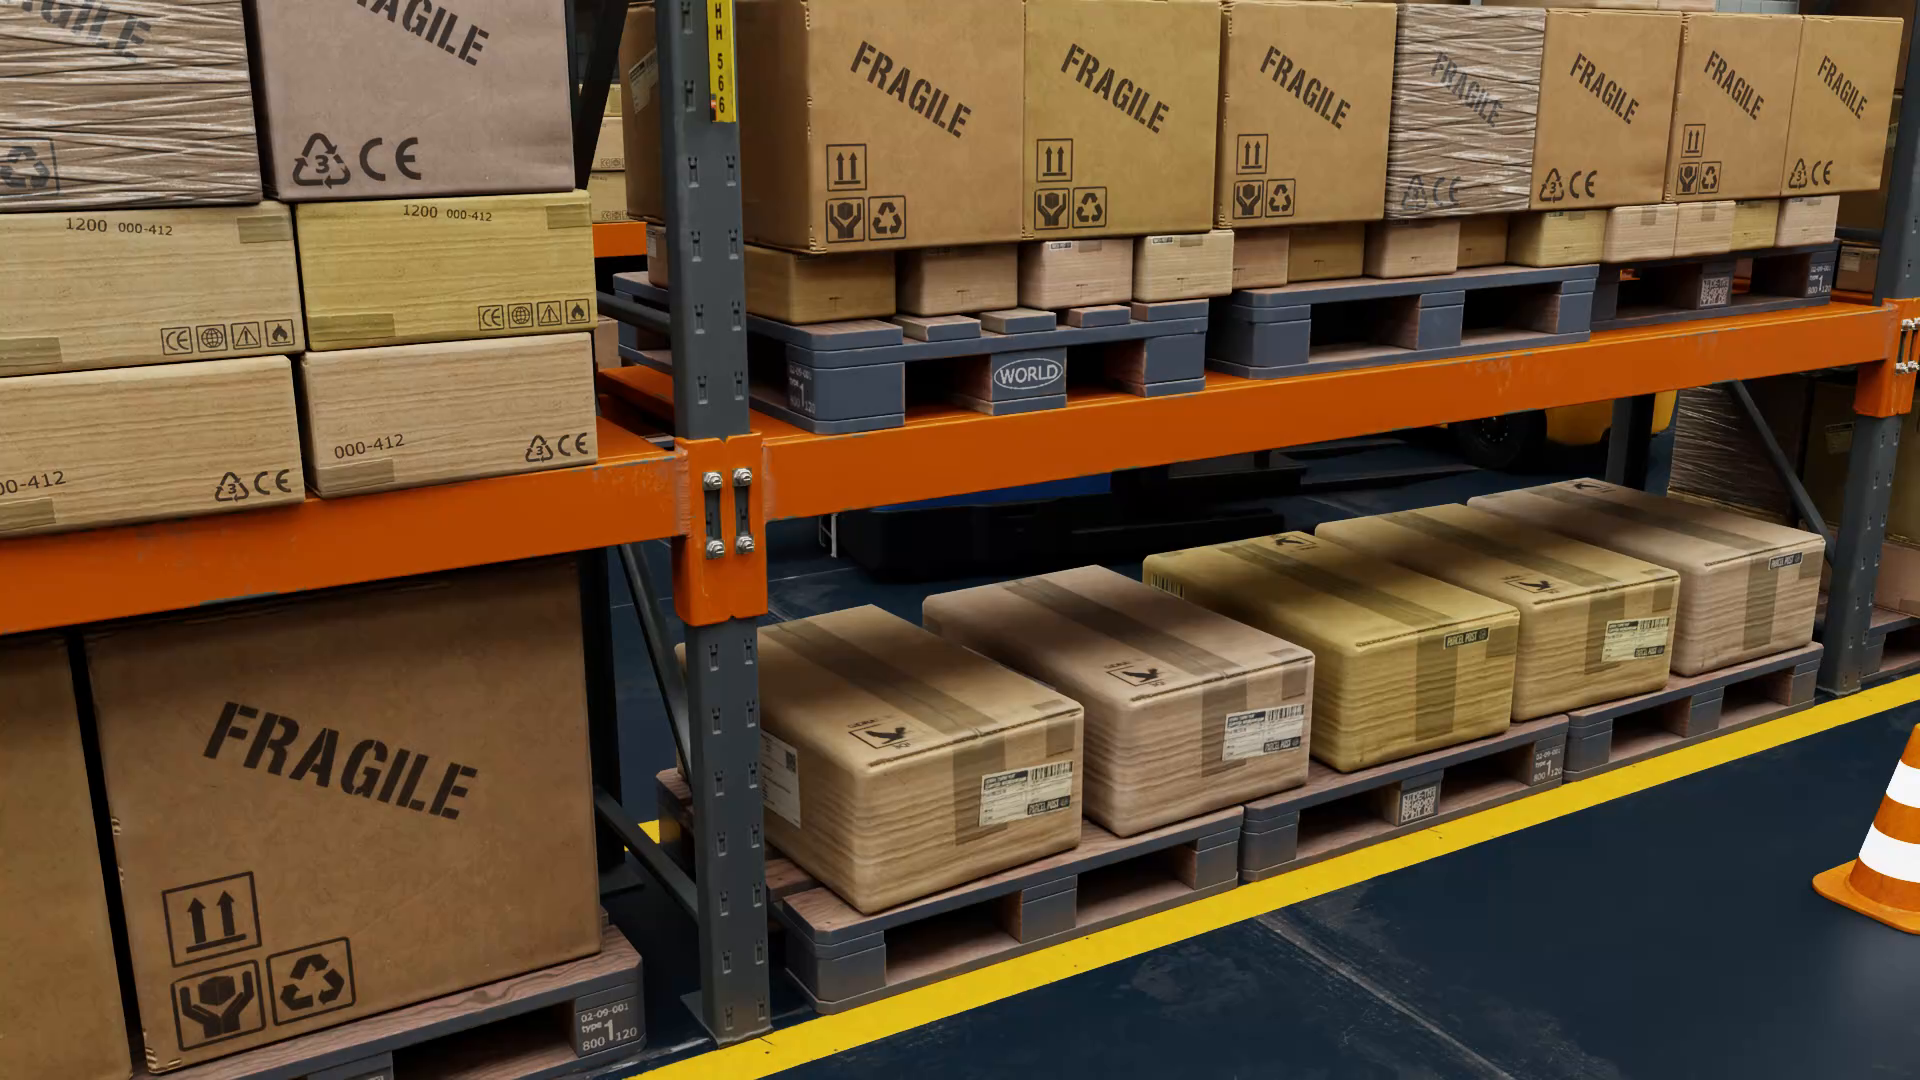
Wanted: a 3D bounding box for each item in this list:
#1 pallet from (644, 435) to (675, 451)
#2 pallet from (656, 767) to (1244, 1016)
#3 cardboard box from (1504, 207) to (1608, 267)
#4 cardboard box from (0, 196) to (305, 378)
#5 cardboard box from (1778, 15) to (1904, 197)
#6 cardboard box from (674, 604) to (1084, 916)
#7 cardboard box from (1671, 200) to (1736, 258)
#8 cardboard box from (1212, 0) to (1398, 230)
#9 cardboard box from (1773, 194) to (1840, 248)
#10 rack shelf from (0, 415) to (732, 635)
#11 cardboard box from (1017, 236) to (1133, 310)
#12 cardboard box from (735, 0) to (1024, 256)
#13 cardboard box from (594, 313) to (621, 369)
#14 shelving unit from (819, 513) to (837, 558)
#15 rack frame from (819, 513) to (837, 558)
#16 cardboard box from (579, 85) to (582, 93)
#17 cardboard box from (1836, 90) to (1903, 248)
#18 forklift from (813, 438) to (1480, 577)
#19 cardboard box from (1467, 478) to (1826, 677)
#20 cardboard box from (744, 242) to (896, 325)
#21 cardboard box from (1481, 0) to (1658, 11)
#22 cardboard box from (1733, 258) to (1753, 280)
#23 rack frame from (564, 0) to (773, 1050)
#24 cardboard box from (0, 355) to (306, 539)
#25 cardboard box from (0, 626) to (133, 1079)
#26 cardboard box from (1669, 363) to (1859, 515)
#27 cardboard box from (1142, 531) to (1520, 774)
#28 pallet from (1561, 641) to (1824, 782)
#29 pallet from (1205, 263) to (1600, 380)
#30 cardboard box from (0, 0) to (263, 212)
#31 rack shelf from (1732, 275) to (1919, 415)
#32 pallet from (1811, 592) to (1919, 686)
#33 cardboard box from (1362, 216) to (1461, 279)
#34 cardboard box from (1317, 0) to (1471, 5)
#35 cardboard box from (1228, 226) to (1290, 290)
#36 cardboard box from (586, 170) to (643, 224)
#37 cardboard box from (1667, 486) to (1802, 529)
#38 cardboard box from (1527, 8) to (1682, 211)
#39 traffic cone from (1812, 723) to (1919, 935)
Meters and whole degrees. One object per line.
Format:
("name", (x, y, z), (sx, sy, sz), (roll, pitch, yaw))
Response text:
("pallet", (-1.505, -0.562, 9.025), (1.213, 0.211, 1.003), (-9, 18, -30))
("pallet", (-0.045, 0.751, 4.339), (1.213, 0.211, 1.003), (-9, 18, -30))
("cardboard box", (1.532, -0.847, 4.560), (0.250, 0.149, 0.380), (-9, 18, -30))
("cardboard box", (-1.438, -0.453, 2.822), (0.500, 0.250, 0.500), (-10, 18, -31))
("cardboard box", (2.435, -1.315, 5.031), (0.500, 0.500, 0.500), (-10, 18, -31))
("cardboard box", (-0.226, 0.504, 4.146), (0.625, 0.372, 0.950), (-11, 19, -33))
("cardboard box", (1.976, -0.908, 4.780), (0.250, 0.149, 0.380), (-10, 18, -31))
("cardboard box", (0.684, -1.035, 4.031), (0.500, 0.500, 0.500), (-9, 18, -29))
("cardboard box", (2.414, -0.985, 5.054), (0.250, 0.149, 0.380), (-9, 18, -29))
("rack shelf", (-2.430, 0.141, 2.681), (4.000, 0.370, 1.077), (-9, 18, -30))
("cardboard box", (0.176, -0.625, 3.771), (0.250, 0.149, 0.380), (-11, 19, -33))
("cardboard box", (-0.211, -0.886, 3.498), (0.500, 0.500, 0.500), (-10, 18, -31))
("cardboard box", (-2.178, -0.866, 8.564), (0.625, 0.625, 0.875), (-9, 18, -28))
("shelving unit", (-0.805, -0.509, 7.002), (0.503, 1.200, 0.258), (-5, 17, -18))
("rack frame", (-0.574, -0.530, 7.079), (0.015, 1.200, 0.240), (-5, 17, -18))
("cardboard box", (-1.998, -2.128, 8.056), (0.250, 0.149, 0.380), (-9, 18, -29))
("cardboard box", (3.234, -1.227, 5.494), (0.500, 0.500, 0.500), (-9, 18, -30))
("forklift", (0.894, -1.481, 7.264), (3.031, 2.935, 1.130), (-5, 17, -18))
("cardboard box", (2.265, 0.097, 5.596), (0.625, 0.372, 0.950), (-9, 18, -29))
("cardboard box", (-0.342, -0.567, 3.561), (0.250, 0.149, 0.380), (-10, 19, -33))
("cardboard box", (1.626, -1.486, 4.439), (0.250, 0.149, 0.380), (-10, 19, -32))
("cardboard box", (2.831, -1.033, 6.005), (0.250, 0.149, 0.380), (-9, 18, -30))
("rack frame", (-0.716, -0.483, 3.576), (0.127, 3.000, 1.000), (-9, 18, -30))
("cardboard box", (-1.446, -0.206, 2.865), (0.500, 0.250, 0.500), (-9, 18, -29))
("cardboard box", (-2.118, 0.537, 3.093), (0.875, 0.875, 0.875), (-9, 18, -29))
("cardboard box", (3.082, -0.423, 6.288), (0.500, 0.500, 0.500), (-9, 18, -30))
("cardboard box", (1.055, 0.295, 4.890), (0.625, 0.372, 0.950), (-9, 18, -28))
("pallet", (2.046, 0.412, 5.549), (1.213, 0.211, 1.003), (-9, 18, -30))
("pallet", (0.960, -0.675, 4.617), (1.213, 0.211, 1.003), (-9, 18, -30))
("cardboard box", (-1.460, -0.807, 2.694), (0.500, 0.500, 0.500), (-9, 18, -29))
("rack shelf", (4.427, -0.971, 6.649), (4.000, 0.370, 1.077), (-9, 18, -30))
("pallet", (3.270, 0.202, 6.298), (1.213, 0.211, 1.003), (-9, 18, -30))
("cardboard box", (1.069, -0.780, 4.323), (0.250, 0.149, 0.380), (-9, 18, -28))
("cardboard box", (1.249, -1.587, 4.797), (0.250, 0.149, 0.380), (-8, 18, -27))
("cardboard box", (0.589, -0.711, 4.074), (0.250, 0.149, 0.380), (-8, 18, -26))
("cardboard box", (-1.898, -1.706, 8.216), (0.500, 0.250, 0.500), (-10, 18, -31))
("cardboard box", (3.081, -0.062, 6.389), (0.500, 0.250, 0.500), (-8, 18, -27))
("cardboard box", (1.565, -1.176, 4.533), (0.500, 0.500, 0.500), (-9, 18, -28))
("traffic cone", (2.371, 0.679, 4.132), (0.334, 0.463, 0.336), (-9, 18, -30))
